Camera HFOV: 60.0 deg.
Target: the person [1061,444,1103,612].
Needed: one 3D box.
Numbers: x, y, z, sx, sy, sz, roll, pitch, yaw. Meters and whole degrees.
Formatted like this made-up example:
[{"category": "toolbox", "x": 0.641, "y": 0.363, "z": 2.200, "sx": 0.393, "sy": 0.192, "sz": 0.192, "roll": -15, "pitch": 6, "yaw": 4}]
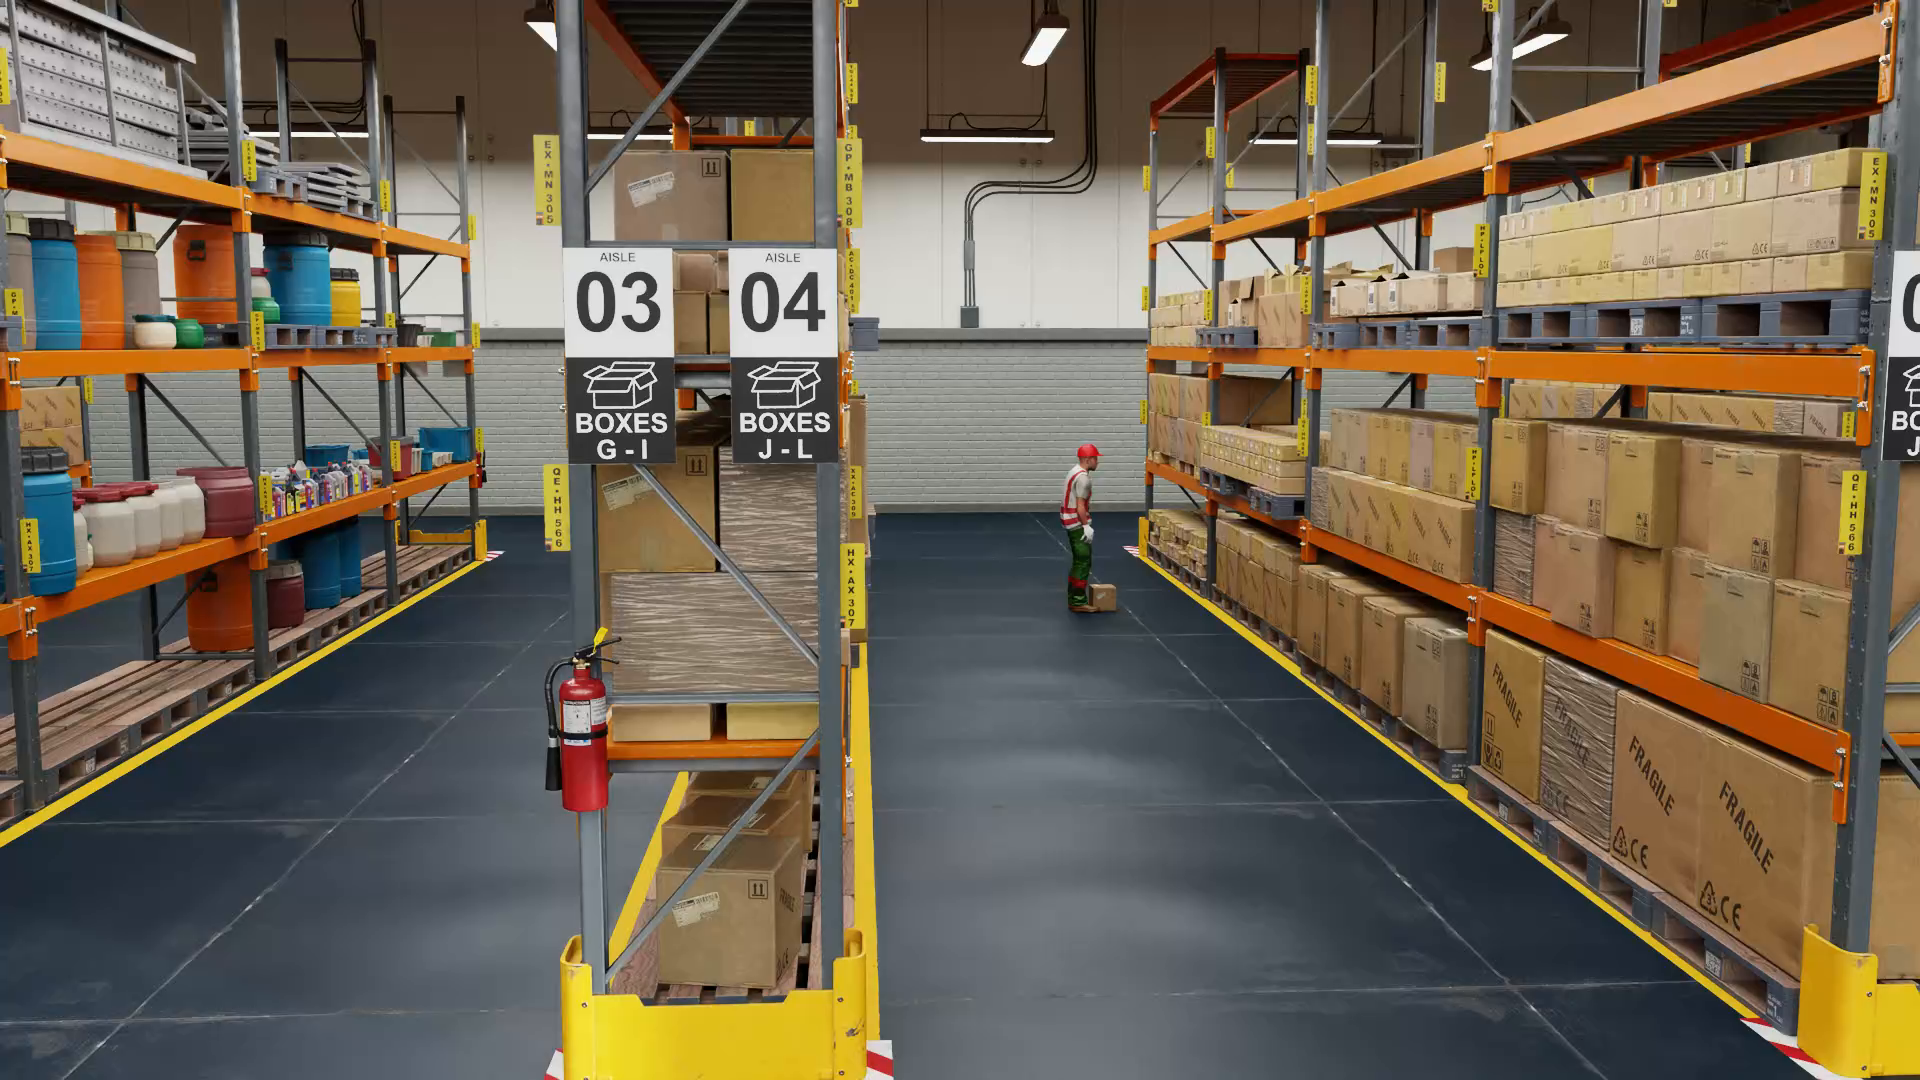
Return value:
[{"category": "person", "x": 1.310, "y": -0.135, "z": 17.808, "sx": 0.448, "sy": 1.780, "sz": 0.609, "roll": 0, "pitch": 7, "yaw": -3}]
